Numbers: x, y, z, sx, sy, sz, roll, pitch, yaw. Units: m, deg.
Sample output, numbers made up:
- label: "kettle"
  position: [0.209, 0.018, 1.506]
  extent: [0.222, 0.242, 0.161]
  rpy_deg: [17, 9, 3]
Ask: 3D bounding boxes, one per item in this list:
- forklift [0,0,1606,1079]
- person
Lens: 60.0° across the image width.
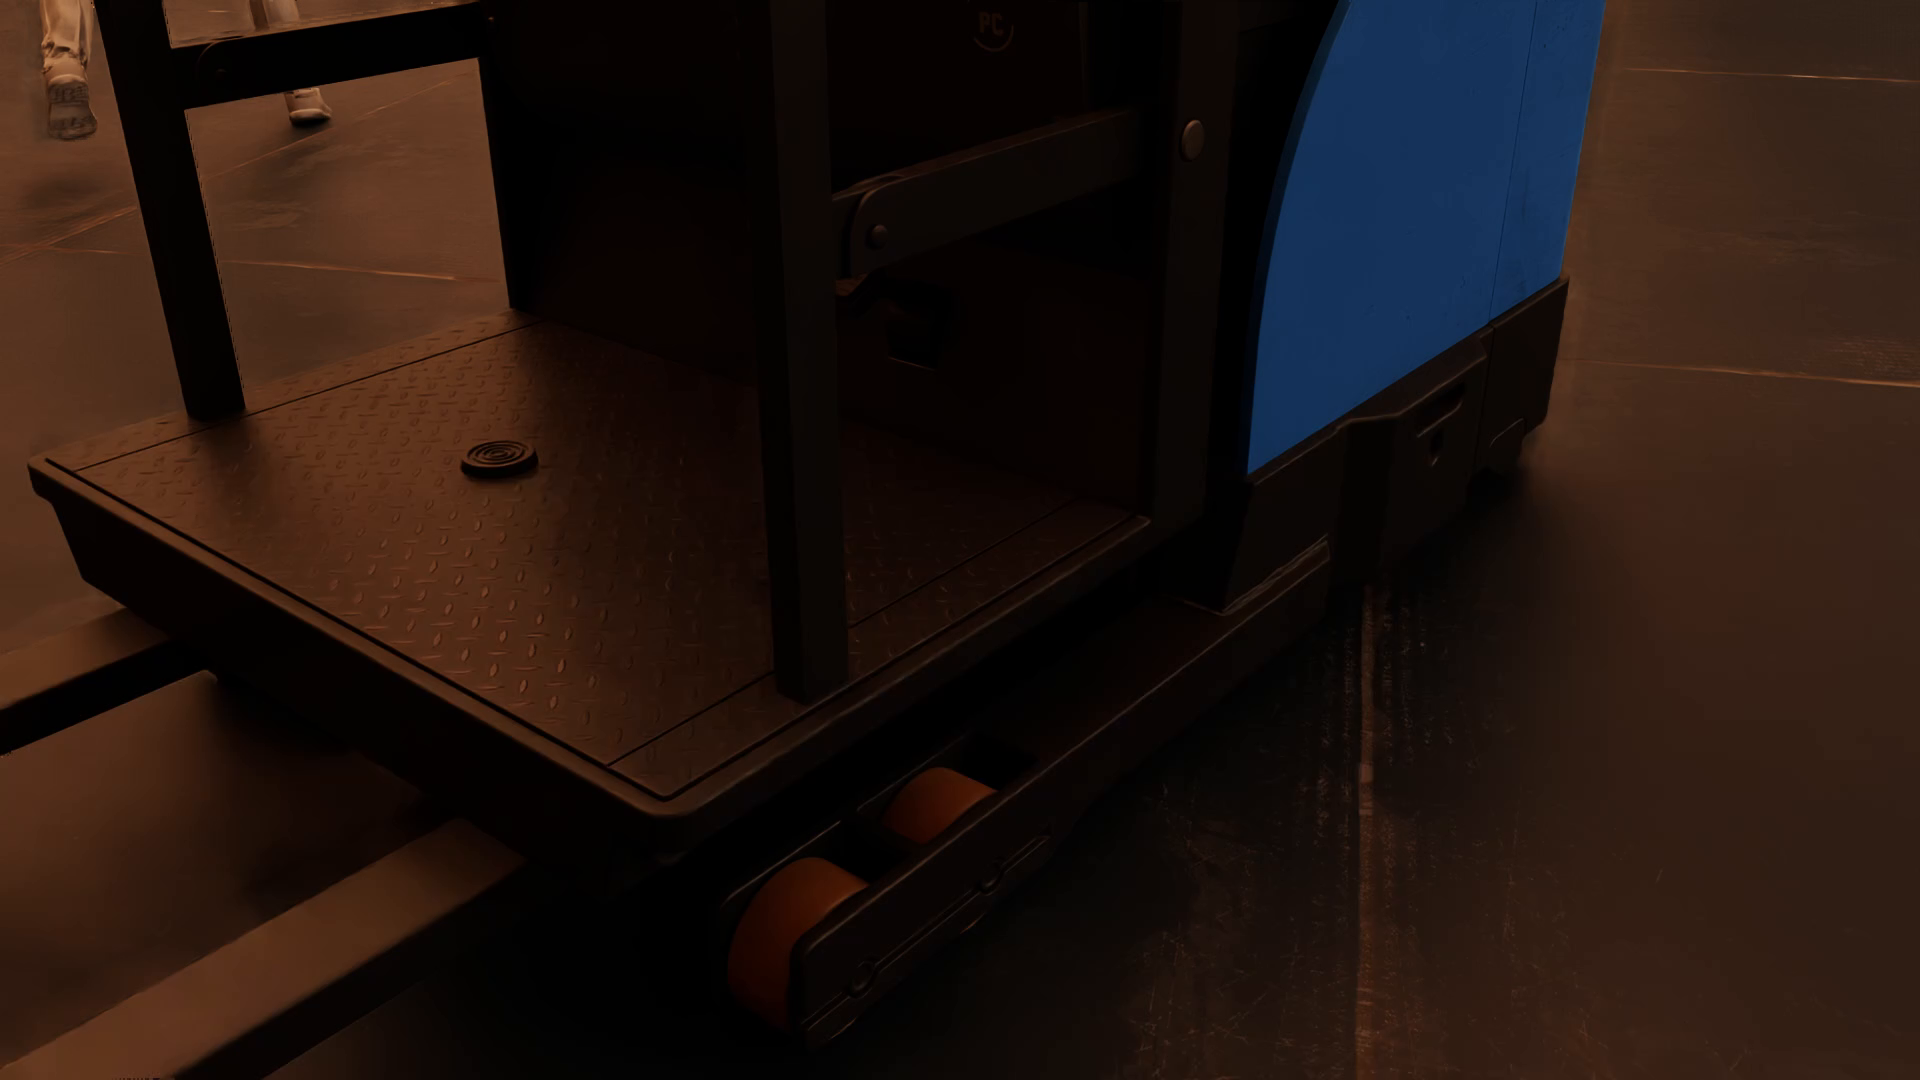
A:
- label: "forklift"
  position: [-0.346, -1.092, 1.411]
  extent: [1.130, 2.935, 3.031]
  rpy_deg: [20, 33, 34]
- label: "person"
  position: [-2.104, -1.835, 4.510]
  extent: [1.051, 1.549, 0.466]
  rpy_deg: [-21, 34, -36]
